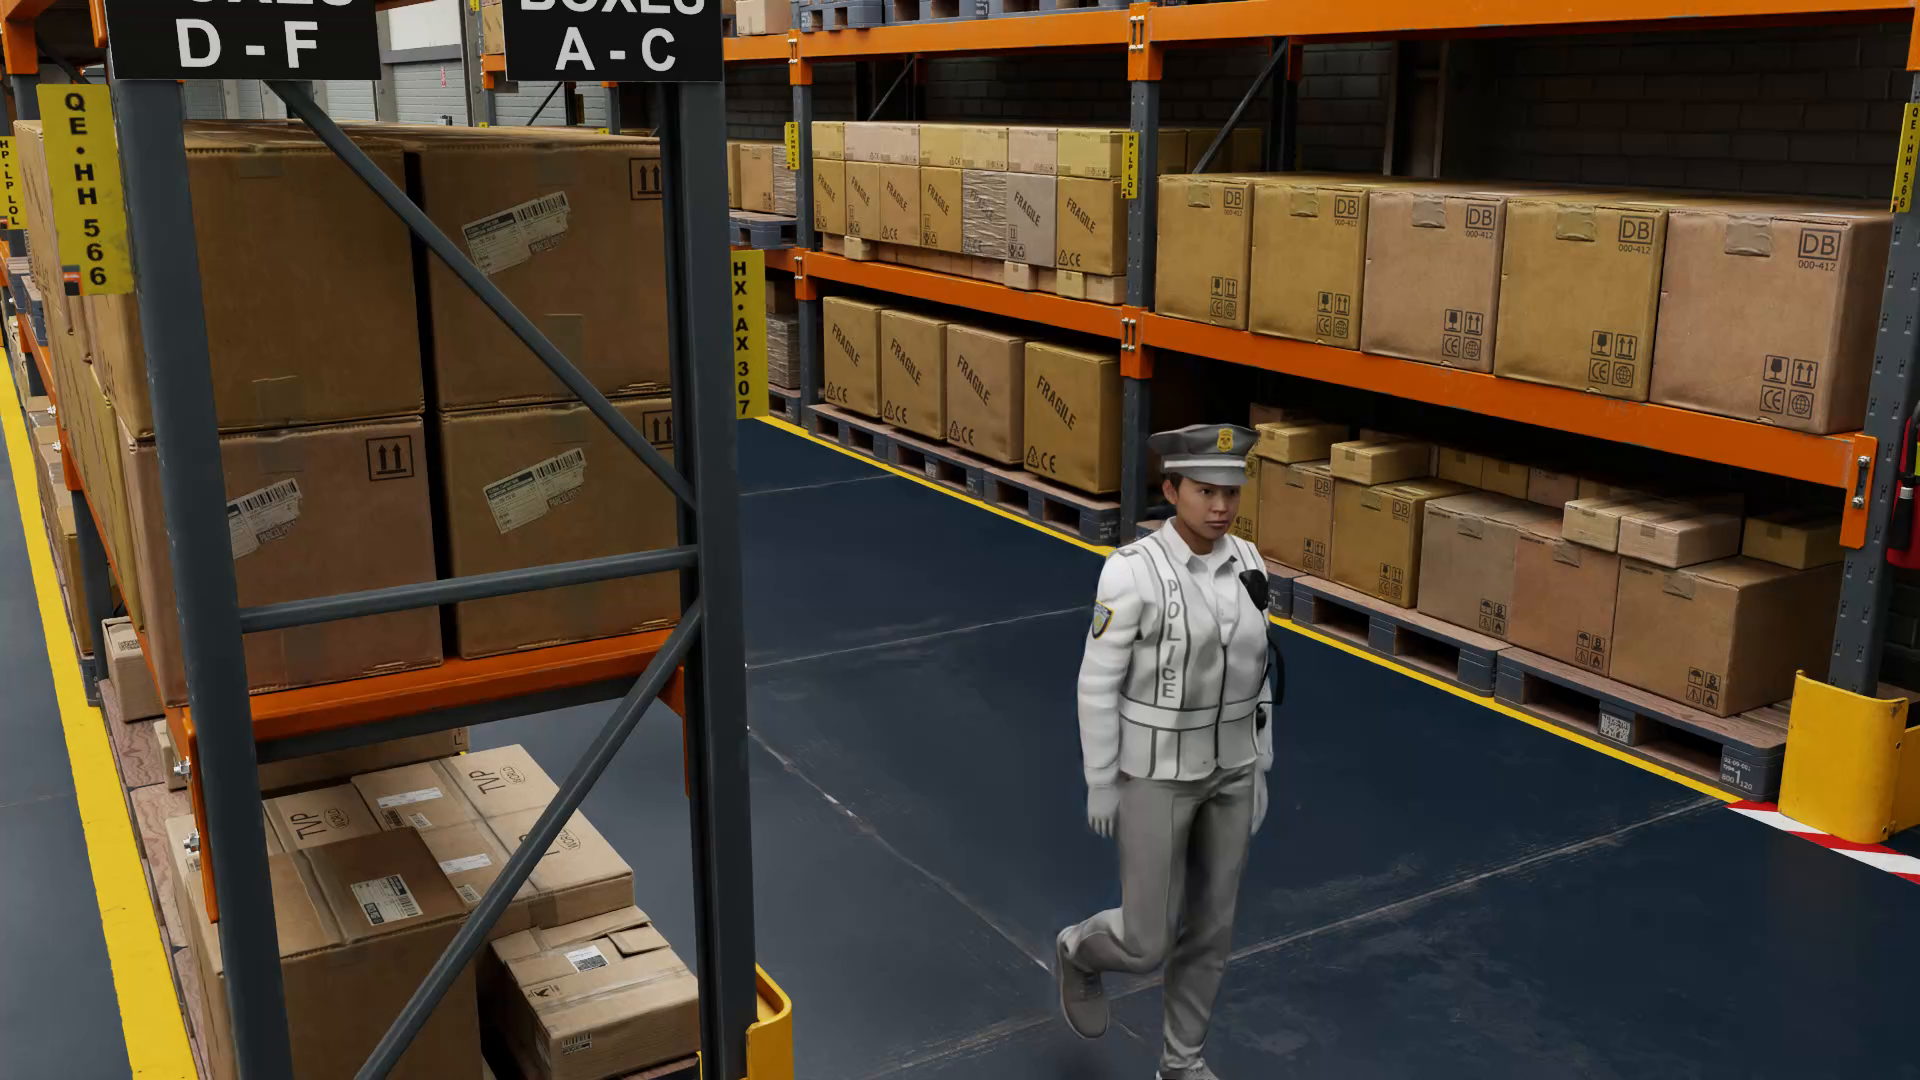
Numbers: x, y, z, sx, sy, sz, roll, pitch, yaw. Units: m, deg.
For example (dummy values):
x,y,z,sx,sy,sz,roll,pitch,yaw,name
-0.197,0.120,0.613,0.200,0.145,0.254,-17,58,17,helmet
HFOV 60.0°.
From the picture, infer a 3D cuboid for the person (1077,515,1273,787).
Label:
x,y,z,sx,sy,sz,roll,pitch,yaw,name
0.514,0.269,3.805,0.502,0.619,0.319,-8,17,-27,person
